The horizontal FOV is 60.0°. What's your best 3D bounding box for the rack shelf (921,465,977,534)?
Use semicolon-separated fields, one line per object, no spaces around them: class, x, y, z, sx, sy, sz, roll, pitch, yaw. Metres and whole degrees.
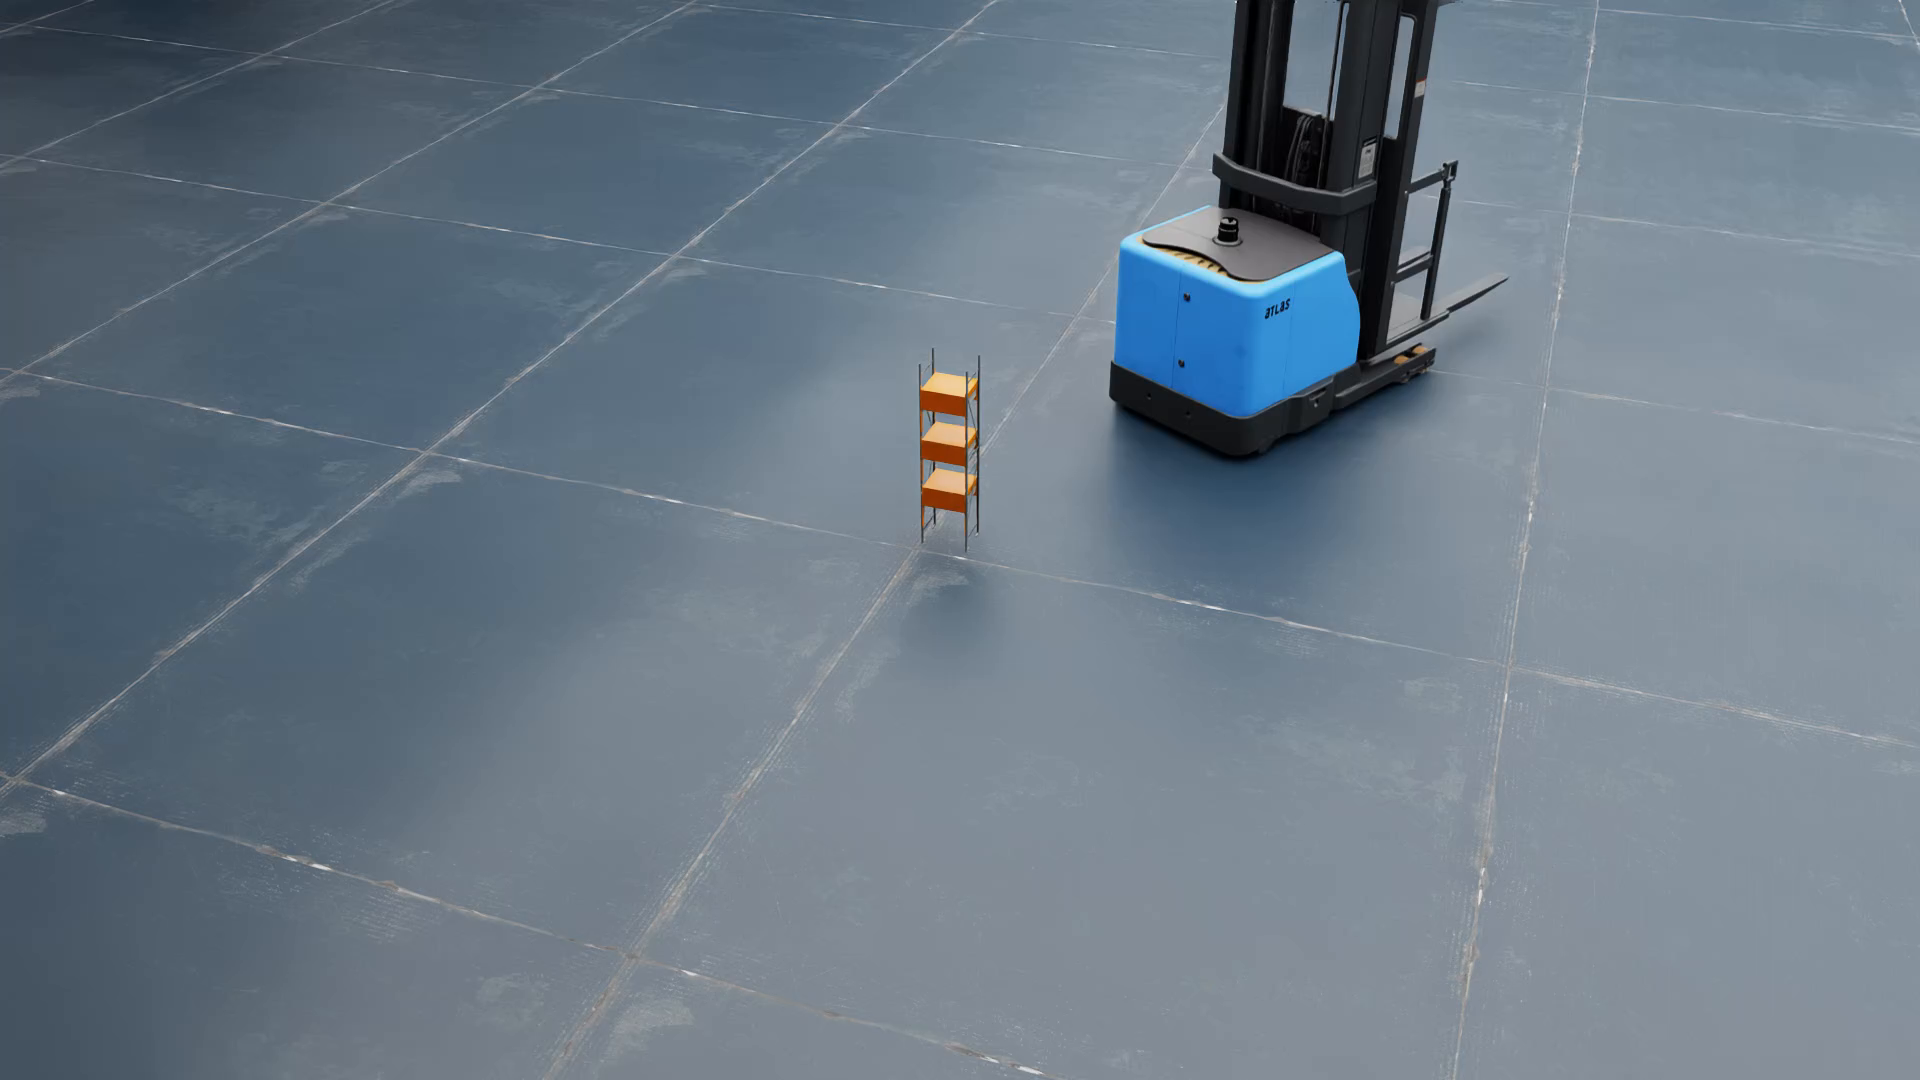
rack shelf;-0.050;-0.208;8.637;0.240;0.259;0.215;11;34;16

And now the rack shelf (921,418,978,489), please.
rack shelf;-0.050;-0.442;8.486;0.240;0.259;0.215;11;34;16

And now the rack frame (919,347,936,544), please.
rack frame;-0.165;-0.473;8.515;0.008;1.050;0.200;11;34;16

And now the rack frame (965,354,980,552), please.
rack frame;0.064;-0.429;8.446;0.008;1.050;0.200;11;34;16

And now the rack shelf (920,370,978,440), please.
rack shelf;-0.050;-0.680;8.332;0.240;0.259;0.215;11;34;16

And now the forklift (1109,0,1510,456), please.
forklift;2.319;-2.385;9.742;3.031;2.935;1.130;-26;41;-35

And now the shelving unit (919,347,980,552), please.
shelving unit;-0.050;-0.451;8.480;0.252;1.050;0.215;11;34;16
